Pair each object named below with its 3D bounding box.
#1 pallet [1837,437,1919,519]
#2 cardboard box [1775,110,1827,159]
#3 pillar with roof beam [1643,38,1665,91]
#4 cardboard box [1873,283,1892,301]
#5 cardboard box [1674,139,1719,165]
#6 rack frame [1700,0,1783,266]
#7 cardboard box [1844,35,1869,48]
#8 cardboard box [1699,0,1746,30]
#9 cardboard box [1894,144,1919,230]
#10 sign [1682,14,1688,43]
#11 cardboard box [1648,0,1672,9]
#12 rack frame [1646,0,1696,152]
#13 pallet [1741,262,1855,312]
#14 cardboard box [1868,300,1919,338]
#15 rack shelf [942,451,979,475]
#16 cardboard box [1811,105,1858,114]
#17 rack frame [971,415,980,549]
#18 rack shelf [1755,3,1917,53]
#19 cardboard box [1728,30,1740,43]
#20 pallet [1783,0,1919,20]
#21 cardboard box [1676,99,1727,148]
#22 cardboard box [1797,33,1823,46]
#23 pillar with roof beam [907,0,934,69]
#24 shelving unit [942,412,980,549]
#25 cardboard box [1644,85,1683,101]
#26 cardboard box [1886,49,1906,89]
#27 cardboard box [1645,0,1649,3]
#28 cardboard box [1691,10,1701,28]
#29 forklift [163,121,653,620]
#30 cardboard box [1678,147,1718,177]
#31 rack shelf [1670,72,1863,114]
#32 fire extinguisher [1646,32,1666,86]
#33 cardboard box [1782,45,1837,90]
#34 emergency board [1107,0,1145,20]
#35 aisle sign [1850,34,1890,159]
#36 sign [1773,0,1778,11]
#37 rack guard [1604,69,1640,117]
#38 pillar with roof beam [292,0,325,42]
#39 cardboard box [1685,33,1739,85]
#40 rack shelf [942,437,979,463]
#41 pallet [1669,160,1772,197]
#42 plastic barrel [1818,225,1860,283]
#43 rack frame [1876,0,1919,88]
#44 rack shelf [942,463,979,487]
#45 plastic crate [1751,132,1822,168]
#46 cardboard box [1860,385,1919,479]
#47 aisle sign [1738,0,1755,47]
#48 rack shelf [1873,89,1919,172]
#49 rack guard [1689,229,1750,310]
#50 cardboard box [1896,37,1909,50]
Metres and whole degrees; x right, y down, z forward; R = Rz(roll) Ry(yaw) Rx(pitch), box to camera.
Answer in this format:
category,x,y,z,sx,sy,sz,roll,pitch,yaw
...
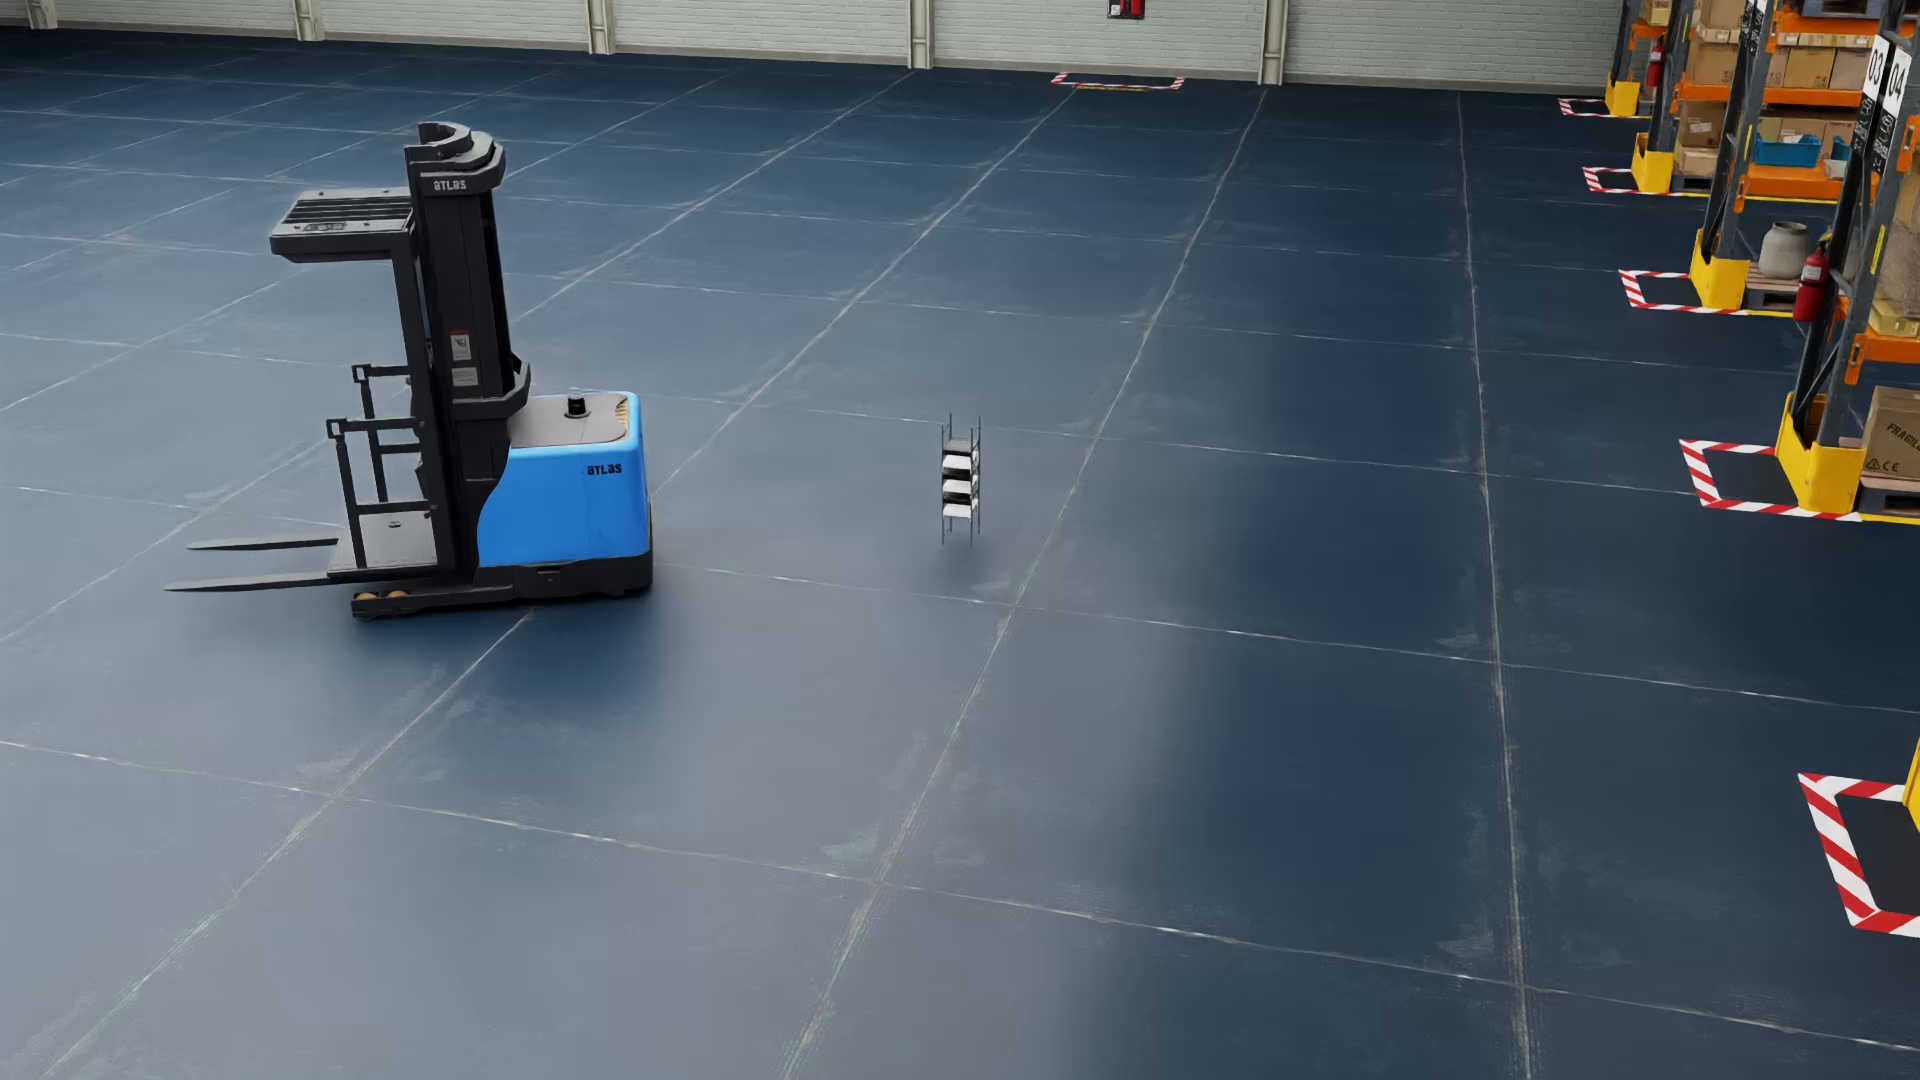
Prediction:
category,x,y,z,sx,sy,sz,roll,pitch,yaw
pallet,7.205,-0.433,12.296,1.213,0.211,1.003,6,26,13
cardboard box,10.260,-4.962,20.401,0.500,0.500,0.500,6,26,13
pillar with roof beam,9.875,-9.190,20.466,0.400,9.000,9.100,6,26,13
cardboard box,6.681,-1.744,12.098,0.250,0.149,0.380,6,26,13
cardboard box,9.417,-4.939,21.228,0.500,0.250,0.500,6,26,13
rack frame,7.587,-3.864,16.258,0.127,3.000,1.000,6,26,13
cardboard box,10.639,-5.967,19.805,0.250,0.149,0.380,7,26,13
cardboard box,9.324,-6.496,20.161,0.500,0.500,0.700,6,26,13
cardboard box,6.948,-2.477,11.719,0.500,0.500,0.500,6,26,13
sign,8.680,-6.122,19.902,0.005,0.325,0.100,6,26,13
cardboard box,10.442,-8.092,24.418,0.500,0.500,0.500,6,26,13
rack frame,8.824,-5.926,20.589,0.127,3.000,1.000,6,26,13
pallet,8.458,-2.527,16.694,1.213,0.211,1.003,6,26,13
cardboard box,6.570,-1.559,11.709,0.250,0.149,0.380,6,26,13
rack shelf,0.008,-0.538,11.373,0.200,0.077,0.258,6,26,13
cardboard box,10.874,-5.124,20.743,0.500,0.500,0.500,6,26,13
rack frame,0.106,-0.395,11.414,0.006,0.900,0.240,6,26,13
rack shelf,9.524,-4.679,15.318,4.000,0.370,1.077,6,26,13
cardboard box,9.407,-6.105,20.094,0.250,0.149,0.380,6,26,12
pallet,8.364,-5.004,15.383,1.213,0.211,1.003,6,26,13
cardboard box,9.418,-5.279,21.068,0.500,0.500,0.500,6,26,13
cardboard box,10.151,-6.022,19.921,0.250,0.149,0.380,5,26,11
pillar with roof beam,-1.746,-10.475,23.165,0.400,9.000,9.100,6,26,13
shelving unit,0.008,-0.405,11.436,0.210,0.900,0.258,6,26,13
cardboard box,10.702,-6.862,25.171,0.500,0.311,0.500,3,26,7
cardboard box,11.269,-5.697,19.991,0.500,0.500,0.700,7,26,14
cardboard box,10.564,-8.306,24.868,0.500,0.500,0.500,6,26,12
cardboard box,10.954,-7.696,24.458,0.500,0.250,0.500,5,26,11
forklift,-3.579,-1.061,10.450,3.031,2.935,1.130,-4,26,-9
cardboard box,9.288,-4.724,20.775,0.500,0.250,0.500,6,26,13
rack shelf,10.761,-5.387,20.294,4.000,0.370,1.077,6,26,13
fire extinguisher,8.825,-6.097,21.038,0.183,0.674,0.296,6,26,13
cardboard box,10.262,-5.806,20.221,0.500,0.500,0.700,6,26,13
emergency board,2.753,-9.196,27.459,0.643,1.169,0.194,6,26,13
aisle sign,6.368,-3.107,11.645,0.004,0.787,0.394,6,26,13
sign,7.446,-4.994,15.132,0.005,0.325,0.100,6,26,13
rack guard,10.128,-6.852,25.442,0.348,0.500,1.175,6,26,13
pillar with roof beam,-13.368,-11.760,25.863,0.400,9.000,9.100,6,26,13
cardboard box,9.273,-5.916,20.451,0.500,0.500,0.700,6,26,13
rack shelf,0.008,-0.619,11.335,0.200,0.077,0.258,6,26,13
pallet,9.575,-4.602,21.053,1.213,0.211,1.003,6,26,13
plastic barrel,8.729,-2.838,16.509,0.421,0.512,0.421,0,25,0
rack frame,6.353,-4.511,10.638,0.127,3.000,1.000,6,26,13
rack shelf,0.008,-0.457,11.412,0.200,0.077,0.258,6,26,13
plastic crate,8.146,-3.868,16.439,0.616,0.251,0.499,6,26,13
cardboard box,6.954,-0.789,12.219,0.500,0.500,0.500,11,28,23
aisle sign,7.591,-5.169,15.975,0.004,0.787,0.394,6,26,13
rack shelf,8.290,-2.617,10.987,4.000,0.370,1.077,6,26,13
rack guard,7.672,-2.747,16.820,0.348,0.500,1.175,6,26,13
cardboard box,11.152,-5.912,19.689,0.250,0.149,0.380,7,26,14
